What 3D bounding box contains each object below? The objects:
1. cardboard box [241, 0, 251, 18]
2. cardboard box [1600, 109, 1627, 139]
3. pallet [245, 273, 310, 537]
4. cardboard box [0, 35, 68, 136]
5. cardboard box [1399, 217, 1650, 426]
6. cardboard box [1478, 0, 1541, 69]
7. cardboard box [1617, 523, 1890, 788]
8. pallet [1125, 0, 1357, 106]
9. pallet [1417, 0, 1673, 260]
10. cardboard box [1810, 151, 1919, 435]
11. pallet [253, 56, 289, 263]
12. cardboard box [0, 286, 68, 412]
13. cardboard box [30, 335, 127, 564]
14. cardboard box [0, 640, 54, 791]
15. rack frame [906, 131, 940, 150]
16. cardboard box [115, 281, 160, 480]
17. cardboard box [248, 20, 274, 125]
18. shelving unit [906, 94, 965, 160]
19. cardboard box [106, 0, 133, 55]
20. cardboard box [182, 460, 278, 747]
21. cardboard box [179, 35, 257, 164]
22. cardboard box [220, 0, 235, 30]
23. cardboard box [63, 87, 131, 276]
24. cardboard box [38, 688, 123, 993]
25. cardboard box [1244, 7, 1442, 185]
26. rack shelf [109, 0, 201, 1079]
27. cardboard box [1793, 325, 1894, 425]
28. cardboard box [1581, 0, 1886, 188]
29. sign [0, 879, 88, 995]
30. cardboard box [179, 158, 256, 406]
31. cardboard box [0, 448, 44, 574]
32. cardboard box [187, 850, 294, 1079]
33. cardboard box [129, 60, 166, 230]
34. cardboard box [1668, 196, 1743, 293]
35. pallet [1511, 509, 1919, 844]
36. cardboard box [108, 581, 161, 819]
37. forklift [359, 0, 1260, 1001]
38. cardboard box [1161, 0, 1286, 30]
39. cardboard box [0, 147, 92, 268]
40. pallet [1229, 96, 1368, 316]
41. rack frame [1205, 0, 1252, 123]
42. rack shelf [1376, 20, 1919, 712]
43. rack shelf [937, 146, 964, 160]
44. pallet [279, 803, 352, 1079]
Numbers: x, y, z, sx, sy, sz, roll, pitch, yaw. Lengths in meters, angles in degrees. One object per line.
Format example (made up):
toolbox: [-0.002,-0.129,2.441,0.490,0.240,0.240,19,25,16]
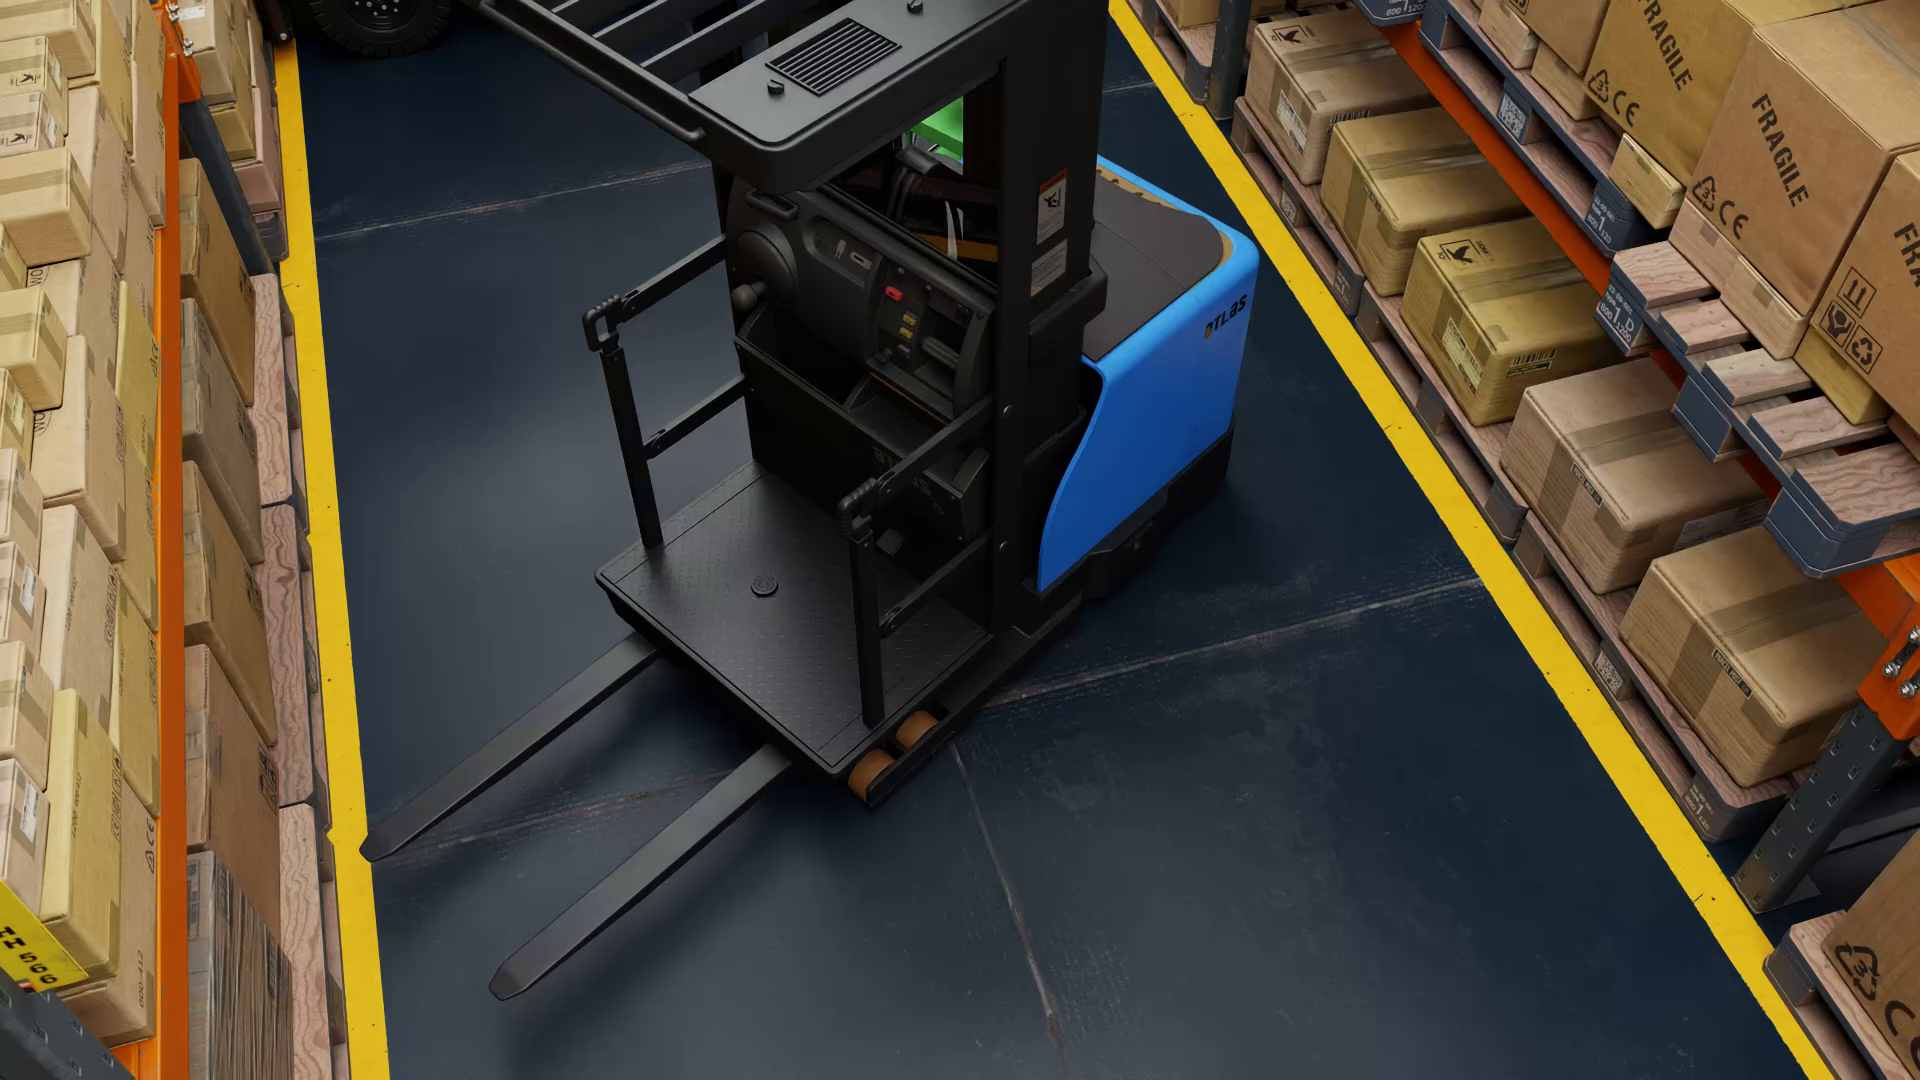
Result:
cardboard box: [-3.296,-2.399,7.007,0.500,0.250,0.500,-14,51,-11]
cardboard box: [2.062,-1.221,4.707,0.380,0.149,0.250,-13,51,-11]
pallet: [-2.904,-0.400,5.949,1.003,0.211,1.213,-13,51,-11]
cardboard box: [-2.508,-1.128,4.249,0.380,0.149,0.250,-14,51,-12]
cardboard box: [2.162,-0.827,5.930,0.950,0.372,0.625,-12,51,-10]
cardboard box: [1.802,-1.574,5.005,0.380,0.149,0.250,-12,51,-10]
cardboard box: [2.607,0.265,5.009,0.950,0.372,0.625,-16,52,-13]
pallet: [1.349,-2.537,7.751,1.003,0.211,1.213,-13,51,-11]
pallet: [2.140,-1.407,5.099,1.003,0.211,1.213,-13,51,-11]
cardboard box: [2.365,-0.564,3.729,0.500,0.500,0.500,-15,51,-12]
pallet: [-3.354,-1.520,6.893,1.003,0.211,1.213,-13,51,-11]
cardboard box: [-2.181,-0.388,3.625,0.380,0.149,0.250,-12,51,-10]
cardboard box: [-2.158,-0.151,3.687,0.500,0.250,0.500,-14,51,-12]
cardboard box: [-1.869,0.358,2.997,0.380,0.149,0.250,-12,51,-10]
rack frame: [-0.116,-1.441,6.180,0.015,1.200,0.240,32,57,24]
cardboard box: [-2.329,-0.360,4.190,0.500,0.250,0.500,-12,51,-10]
cardboard box: [-3.151,-1.873,6.891,0.500,0.250,0.500,-14,51,-12]
shelving unit: [0.074,-1.323,6.081,0.503,1.200,0.258,32,57,24]
cardboard box: [-2.769,-1.640,4.942,0.500,0.250,0.500,-14,51,-12]
cardboard box: [-2.547,0.297,4.816,0.875,0.625,0.625,-15,52,-12]
cardboard box: [-3.007,-1.662,6.386,0.500,0.250,0.500,-14,51,-11]
cardboard box: [-3.144,-2.200,6.512,0.500,0.250,0.500,-13,51,-11]
cardboard box: [-2.465,-0.891,4.311,0.500,0.250,0.500,-12,51,-10]
cardboard box: [-1.850,0.595,3.057,0.500,0.250,0.500,-13,51,-11]
cardboard box: [1.739,-1.859,6.800,0.950,0.372,0.625,-13,51,-11]
rack shelf: [-2.567,-0.136,4.373,1.077,0.370,4.000,-13,51,-11]
cardboard box: [2.294,-0.452,4.059,0.380,0.149,0.250,-13,51,-10]
cardboard box: [2.051,-1.308,4.356,0.500,0.500,0.500,-16,52,-13]
sign: [-1.460,0.616,2.563,0.100,0.325,0.005,-13,51,-11]
cardboard box: [-2.994,-0.820,5.758,0.875,0.625,0.625,-11,51,-9]
cardboard box: [-2.059,-0.012,3.309,0.380,0.149,0.250,-13,51,-11]
cardboard box: [-2.147,1.265,4.001,0.875,0.625,0.625,-12,51,-10]
cardboard box: [-2.606,-1.105,4.818,0.500,0.250,0.500,-14,51,-11]
cardboard box: [2.110,-0.811,4.362,0.380,0.149,0.250,-16,52,-13]
pallet: [2.535,0.296,5.363,1.003,0.211,1.213,-13,51,-11]
cardboard box: [-2.018,0.394,3.554,0.500,0.250,0.500,-14,51,-12]
forklift: [-0.431,-0.593,4.333,1.130,2.935,3.031,36,58,26]
cardboard box: [1.150,-2.573,7.481,0.500,0.250,0.500,-11,51,-9]
cardboard box: [-2.287,-0.768,3.946,0.380,0.149,0.250,-15,51,-12]
pallet: [1.813,-1.486,6.865,1.003,0.211,1.213,-13,51,-11]
rack frame: [1.582,-2.953,6.278,1.000,3.000,0.127,-13,51,-11]
rack shelf: [2.173,-1.261,5.321,1.077,0.370,4.000,-13,51,-11]
rack shelf: [0.074,-1.282,6.130,0.480,0.148,0.258,32,57,24]
pallet: [-2.182,1.382,4.447,1.003,0.211,1.213,-13,51,-11]
